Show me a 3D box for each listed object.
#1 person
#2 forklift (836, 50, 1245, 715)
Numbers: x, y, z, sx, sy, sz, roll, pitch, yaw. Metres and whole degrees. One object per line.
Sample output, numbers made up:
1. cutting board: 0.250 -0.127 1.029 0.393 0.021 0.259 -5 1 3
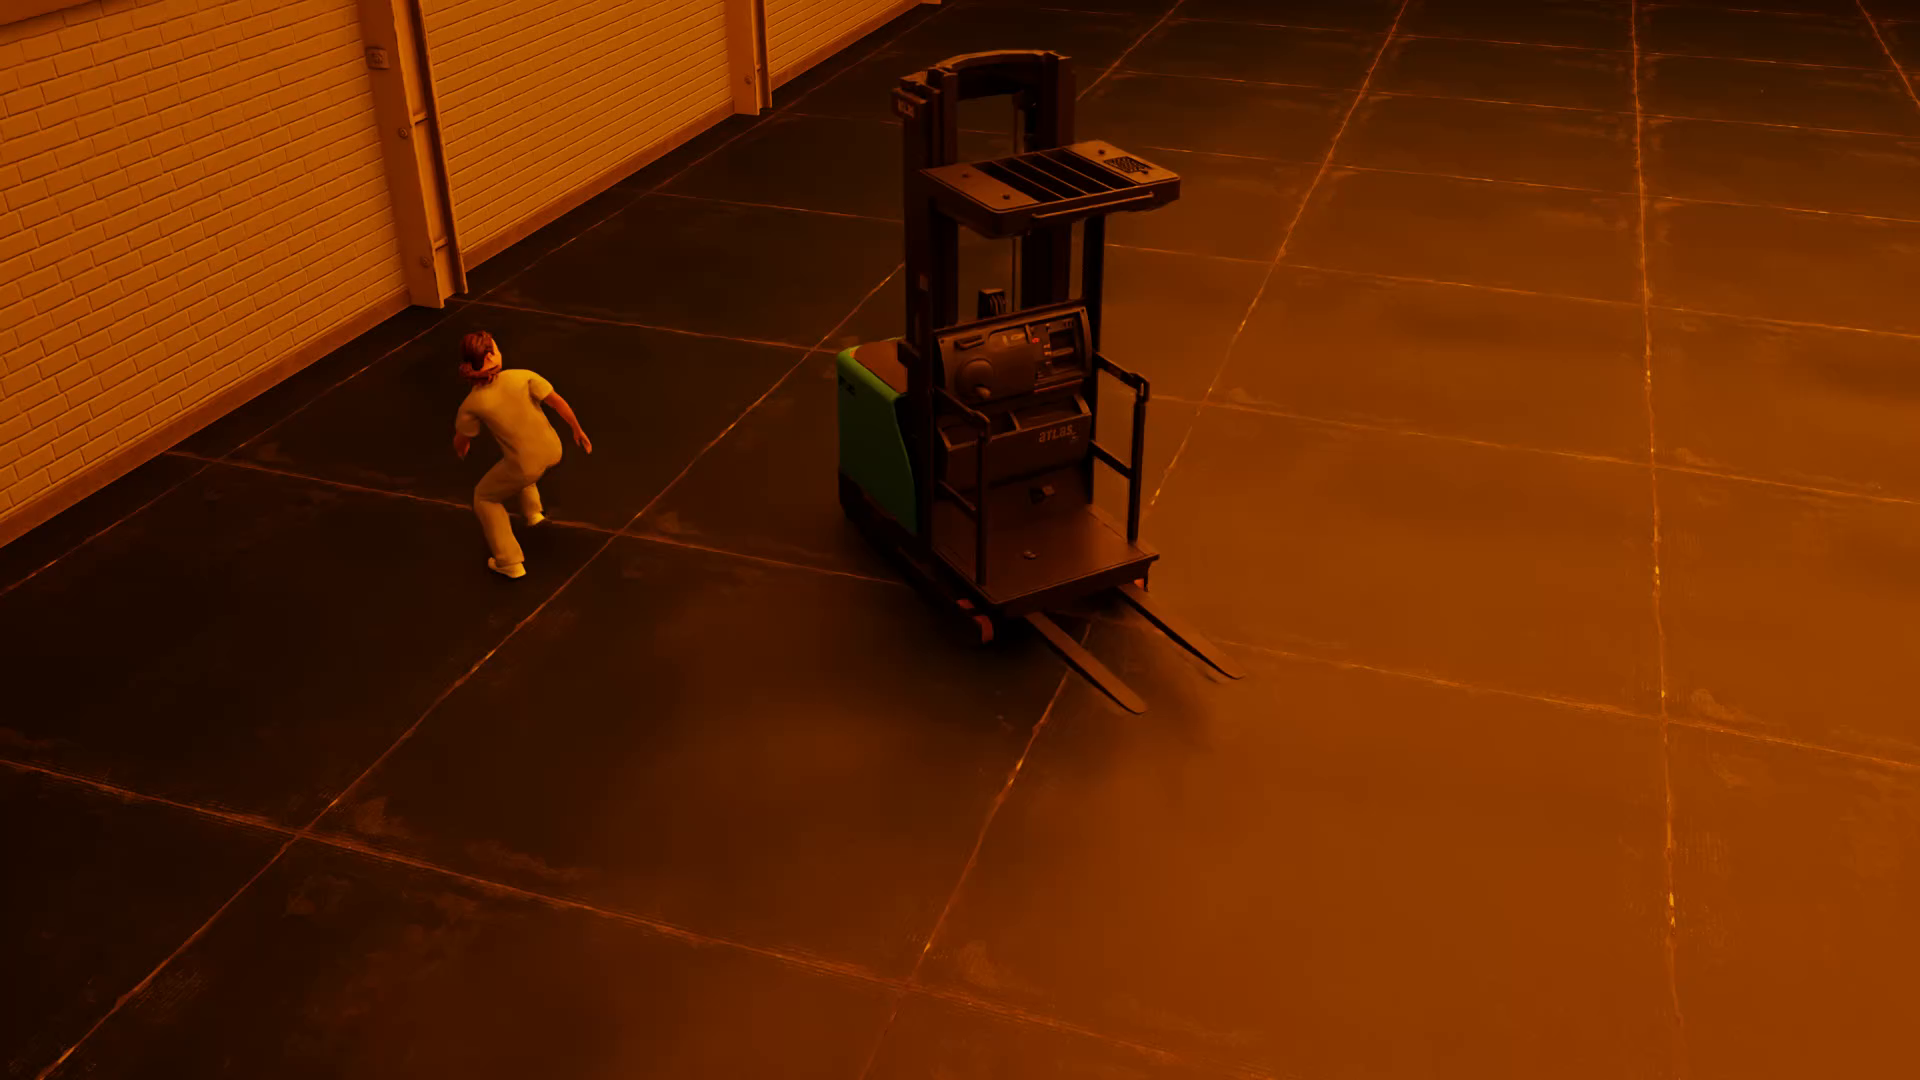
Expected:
1. person: -2.579 -0.550 9.636 0.674 1.449 0.642 -24 38 -36
2. forklift: 0.410 -0.960 8.820 1.130 2.935 3.031 -16 33 -25
